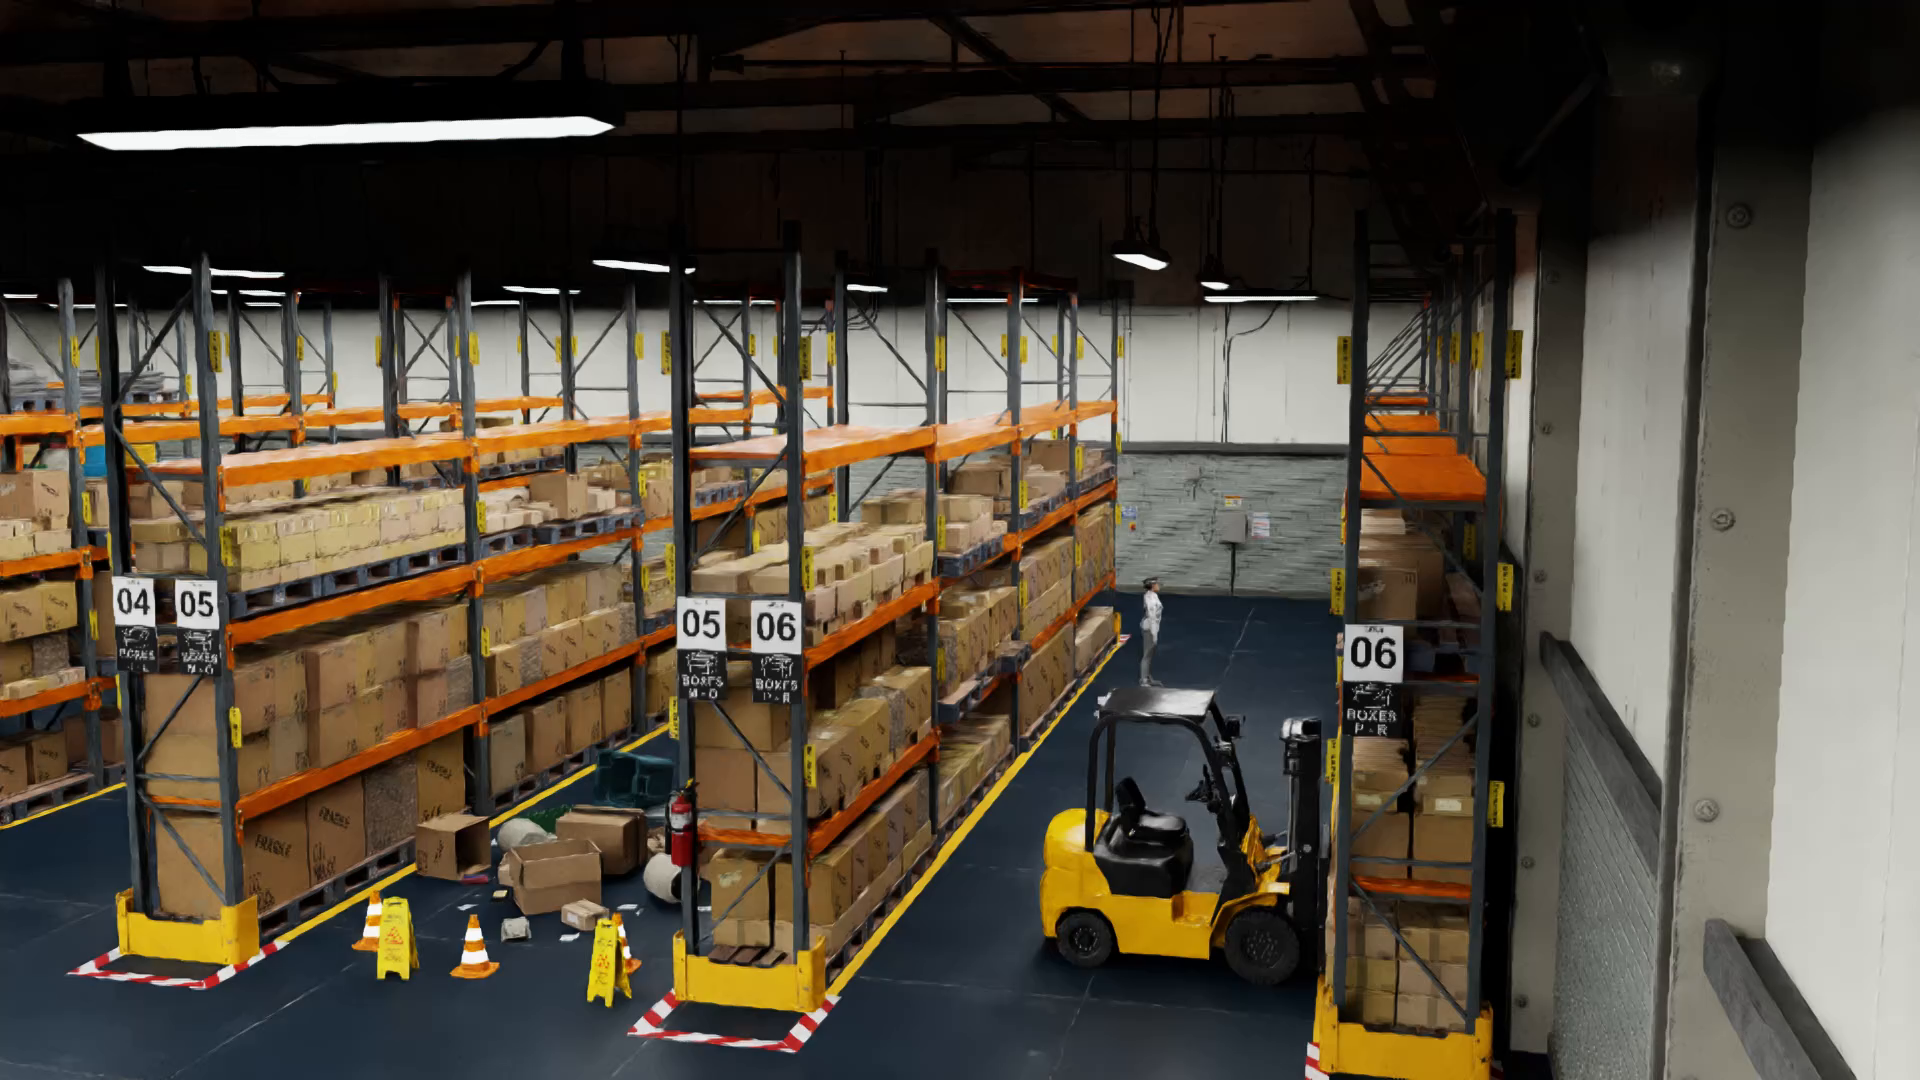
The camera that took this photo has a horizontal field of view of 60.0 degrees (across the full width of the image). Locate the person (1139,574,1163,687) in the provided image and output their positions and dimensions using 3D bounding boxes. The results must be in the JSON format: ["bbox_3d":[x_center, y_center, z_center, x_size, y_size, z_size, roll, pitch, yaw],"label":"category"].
[{"bbox_3d":[2.812,1.340,24.458,0.365,1.676,0.582,0,7,1],"label":"person"}]
